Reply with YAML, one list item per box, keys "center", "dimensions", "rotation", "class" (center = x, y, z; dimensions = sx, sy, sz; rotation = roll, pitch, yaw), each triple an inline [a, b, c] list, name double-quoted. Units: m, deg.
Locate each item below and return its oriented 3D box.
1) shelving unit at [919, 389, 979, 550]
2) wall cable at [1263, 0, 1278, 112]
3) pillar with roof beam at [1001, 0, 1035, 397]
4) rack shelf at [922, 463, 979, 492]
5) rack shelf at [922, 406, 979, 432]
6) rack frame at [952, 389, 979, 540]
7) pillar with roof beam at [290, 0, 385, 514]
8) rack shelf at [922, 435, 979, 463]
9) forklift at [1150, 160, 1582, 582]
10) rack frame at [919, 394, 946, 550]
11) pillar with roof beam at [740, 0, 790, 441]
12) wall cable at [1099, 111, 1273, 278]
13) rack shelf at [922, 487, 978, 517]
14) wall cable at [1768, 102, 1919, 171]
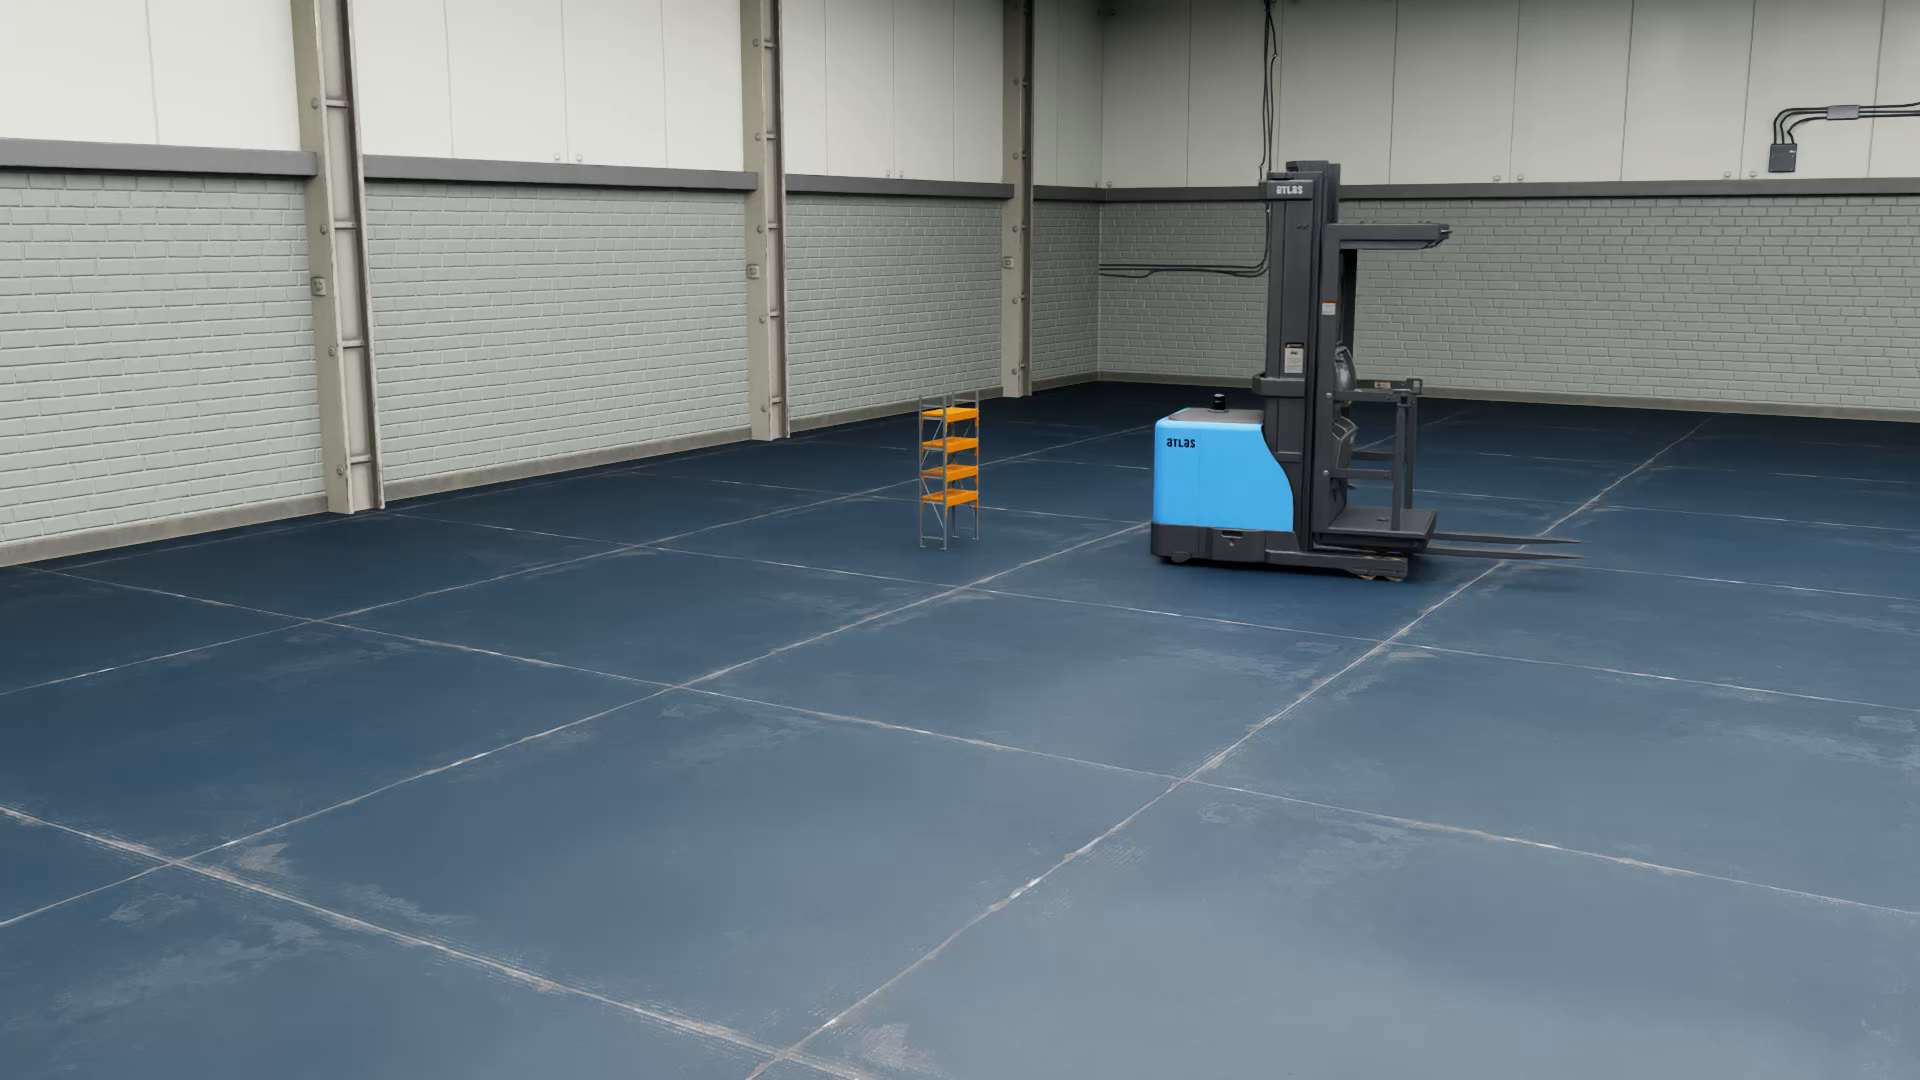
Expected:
- center: [-0.086, -0.564, 13.119]
  dimensions: [0.258, 1.200, 0.503]
  rotation: [6, 12, 31]
  class: "shelving unit"
- center: [5.817, -7.618, 24.318]
  dimensions: [3.097, 2.526, 0.112]
  rotation: [6, 12, 31]
  class: "wall cable"
- center: [4.525, -6.172, 21.881]
  dimensions: [9.100, 9.000, 0.400]
  rotation: [6, 12, 31]
  class: "pillar with roof beam"
- center: [-0.086, -0.498, 13.132]
  dimensions: [0.258, 0.148, 0.480]
  rotation: [6, 12, 31]
  class: "rack shelf"
- center: [-0.086, -0.950, 13.047]
  dimensions: [0.258, 0.148, 0.480]
  rotation: [6, 12, 31]
  class: "rack shelf"
- center: [0.041, -0.602, 13.324]
  dimensions: [0.240, 1.200, 0.015]
  rotation: [6, 12, 31]
  class: "rack frame"
- center: [-1.705, -4.285, 11.800]
  dimensions: [9.100, 9.000, 0.400]
  rotation: [6, 12, 31]
  class: "pillar with roof beam"
- center: [-0.086, -0.717, 13.090]
  dimensions: [0.258, 0.148, 0.480]
  rotation: [6, 12, 31]
  class: "rack shelf"
- center: [3.000, -1.256, 12.110]
  dimensions: [3.031, 2.935, 1.130]
  rotation: [4, 11, 20]
  class: "forklift"
- center: [-0.213, -0.525, 12.914]
  dimensions: [0.240, 1.200, 0.015]
  rotation: [6, 12, 31]
  class: "rack frame"
- center: [1.410, -5.228, 16.840]
  dimensions: [9.100, 9.000, 0.400]
  rotation: [6, 12, 31]
  class: "pillar with roof beam"
- center: [3.505, -5.394, 26.164]
  dimensions: [3.097, 2.526, 0.112]
  rotation: [6, 12, 31]
  class: "wall cable"
- center: [-0.086, -0.302, 13.168]
  dimensions: [0.258, 0.148, 0.480]
  rotation: [6, 12, 31]
  class: "rack shelf"
- center: [11.611, -7.682, 20.707]
  dimensions: [2.305, 6.003, 0.169]
  rotation: [6, 12, 31]
  class: "wall cable"
